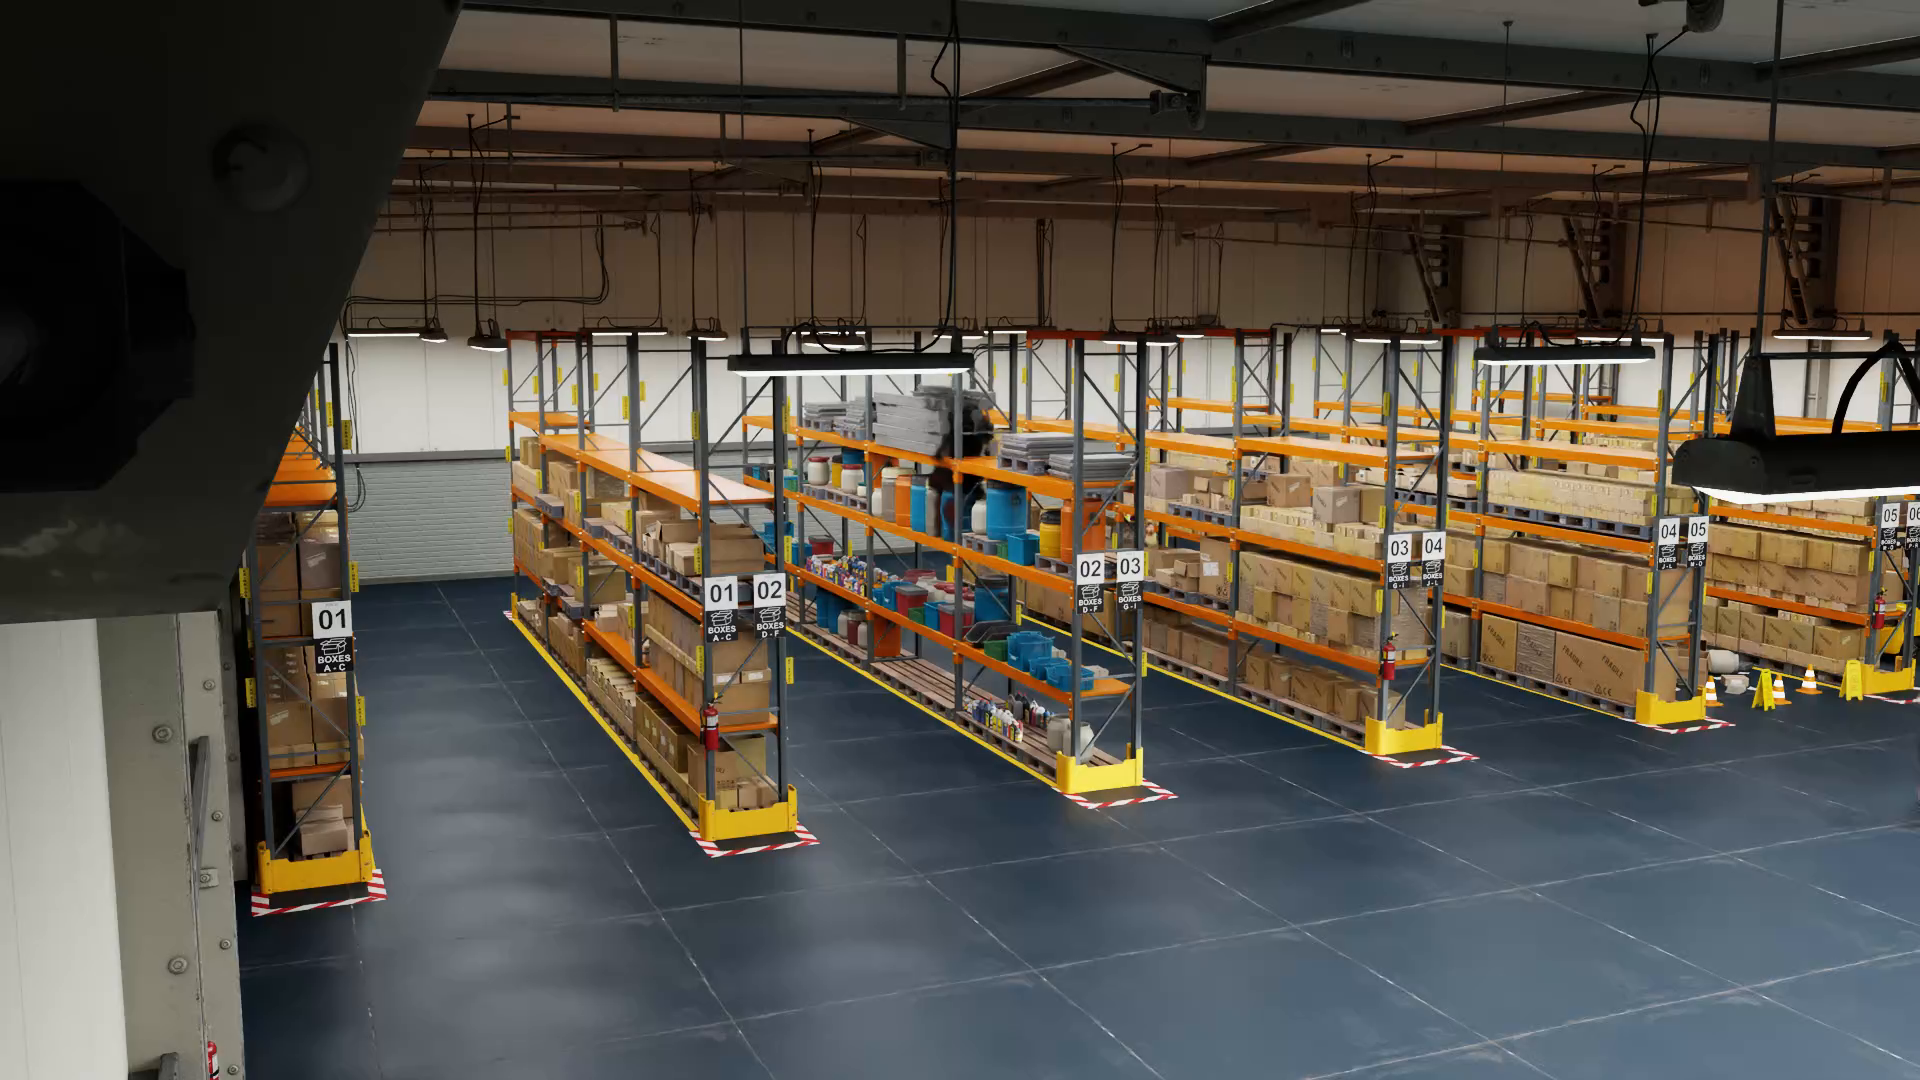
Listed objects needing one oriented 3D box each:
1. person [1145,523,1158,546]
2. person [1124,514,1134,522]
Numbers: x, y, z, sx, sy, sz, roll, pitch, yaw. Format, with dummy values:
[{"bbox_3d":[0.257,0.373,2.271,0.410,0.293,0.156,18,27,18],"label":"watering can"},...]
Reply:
[{"bbox_3d":[4.248,0.438,37.382,0.586,1.658,0.950,-2,8,-16],"label":"person"},{"bbox_3d":[4.214,-0.189,41.533,0.897,1.751,0.743,-4,9,-28],"label":"person"}]
